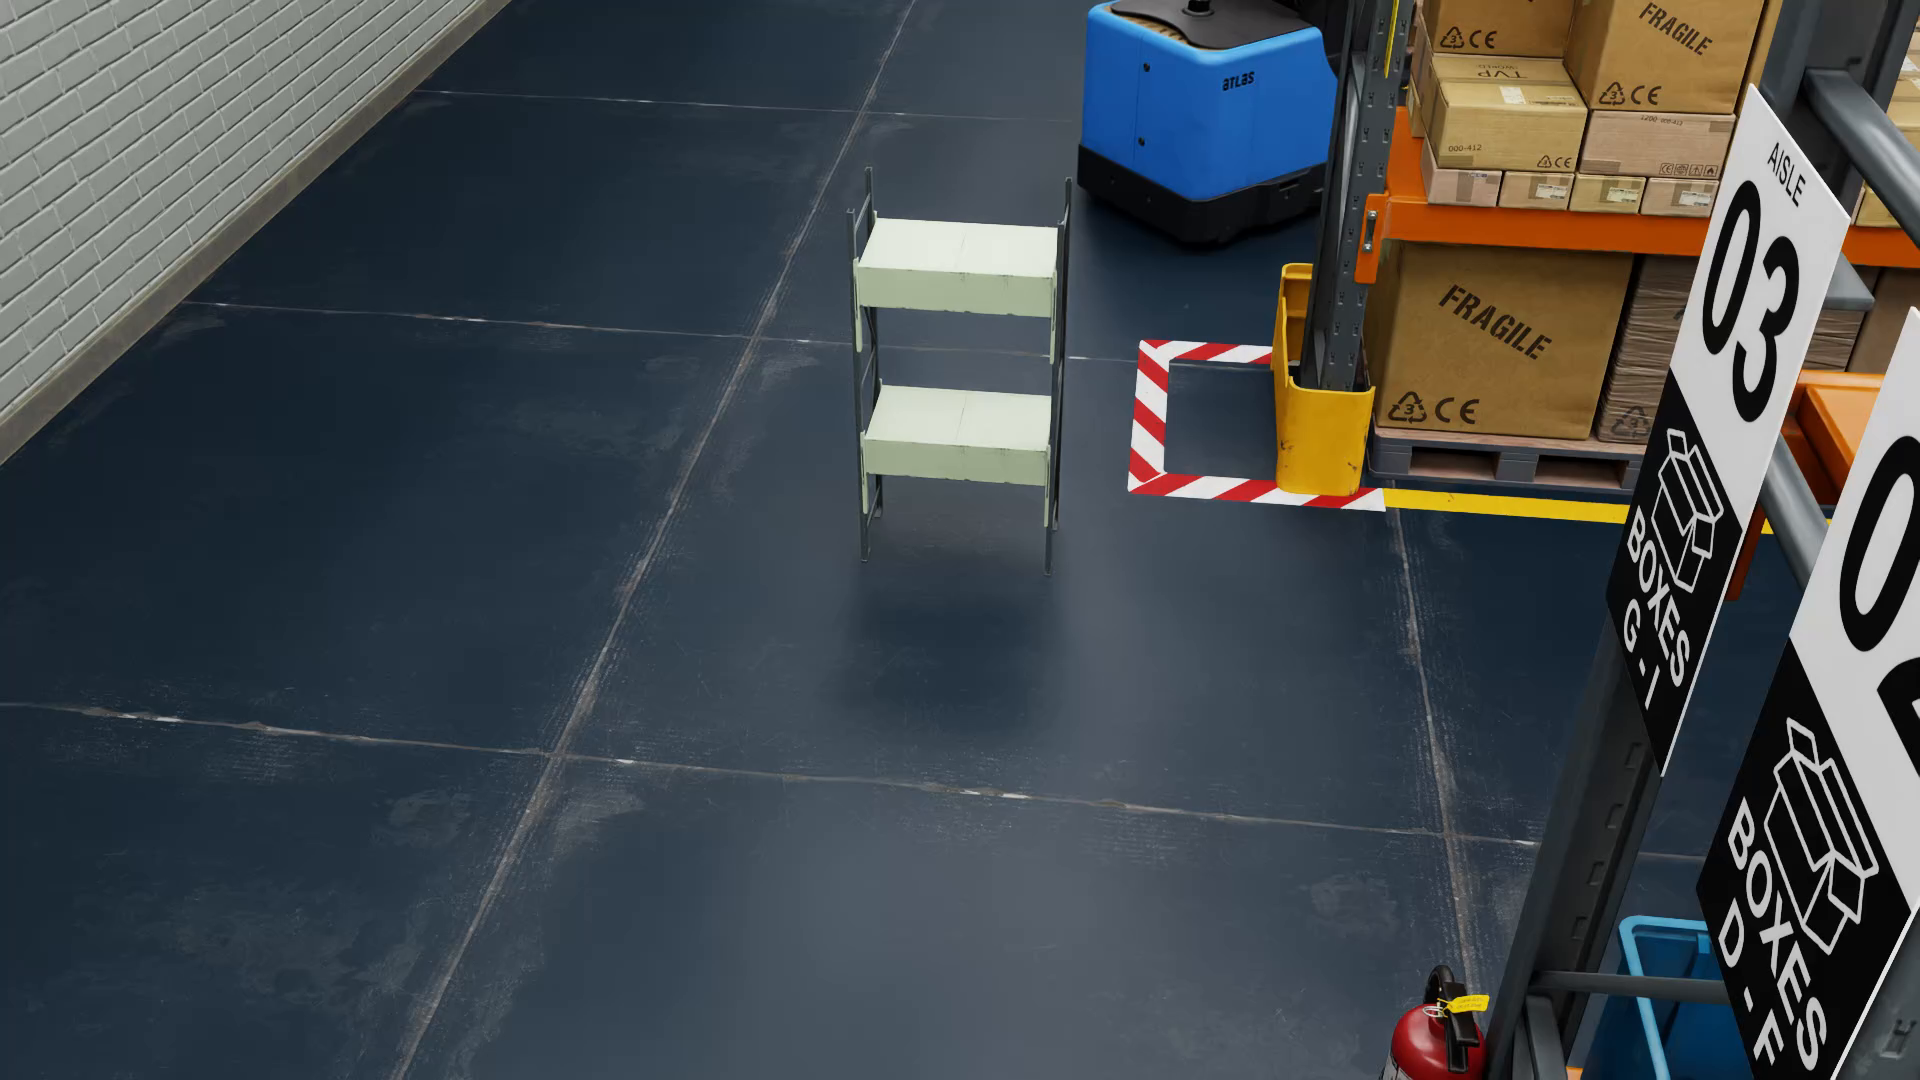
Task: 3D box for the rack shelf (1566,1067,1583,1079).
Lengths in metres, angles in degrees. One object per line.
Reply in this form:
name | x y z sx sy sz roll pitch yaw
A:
rack shelf | 2.961 1.549 2.617 4.000 0.370 1.077 4 36 6

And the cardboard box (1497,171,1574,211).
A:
cardboard box | 2.173 -1.409 6.359 0.250 0.149 0.380 4 36 5

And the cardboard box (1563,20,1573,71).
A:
cardboard box | 2.626 -1.885 6.682 0.500 0.250 0.500 4 36 5

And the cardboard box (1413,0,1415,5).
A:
cardboard box | 2.816 -3.615 10.813 0.250 0.149 0.380 3 36 4

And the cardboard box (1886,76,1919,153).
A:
cardboard box | 3.582 -1.505 6.150 0.500 0.250 0.500 4 36 5

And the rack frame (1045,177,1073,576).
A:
rack frame | 0.370 -0.583 6.276 0.023 1.500 0.400 4 36 6

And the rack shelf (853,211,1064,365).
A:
rack shelf | 0.007 -0.928 6.087 0.720 0.370 0.431 4 36 6

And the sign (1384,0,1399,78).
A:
sign | 1.531 -1.811 5.892 0.005 0.325 0.100 4 36 6

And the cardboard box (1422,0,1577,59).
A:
cardboard box | 2.125 -2.227 6.515 0.500 0.500 0.500 5 36 7

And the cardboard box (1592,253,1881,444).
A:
cardboard box | 3.156 -0.984 7.013 0.875 0.875 0.875 4 36 6

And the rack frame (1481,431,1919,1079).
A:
rack frame | 0.977 1.108 2.616 0.127 3.000 1.000 4 36 6

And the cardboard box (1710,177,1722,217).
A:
cardboard box | 2.938 -1.352 6.279 0.250 0.149 0.380 4 36 5

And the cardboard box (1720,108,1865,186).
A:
cardboard box | 3.064 -1.541 6.200 0.500 0.250 0.500 3 36 4

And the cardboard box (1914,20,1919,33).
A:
cardboard box | 5.955 -3.272 10.589 0.250 0.149 0.380 5 36 7

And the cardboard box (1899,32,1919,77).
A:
cardboard box | 3.648 -1.812 6.579 0.500 0.250 0.500 4 36 6

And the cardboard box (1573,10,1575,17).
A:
cardboard box | 3.861 -3.475 10.873 0.250 0.149 0.380 3 36 4

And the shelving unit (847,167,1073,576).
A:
shelving unit | 0.007 -0.610 6.314 0.755 1.500 0.431 4 36 6

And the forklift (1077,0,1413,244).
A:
forklift | 2.165 -3.445 9.055 3.031 2.935 1.130 -22 41 -28

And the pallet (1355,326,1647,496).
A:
pallet | 2.411 -0.597 7.405 1.213 0.211 1.003 4 36 6

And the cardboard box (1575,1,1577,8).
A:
cardboard box | 3.869 -3.574 10.757 0.250 0.149 0.380 6 36 8

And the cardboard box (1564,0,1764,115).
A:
cardboard box | 2.546 -1.883 6.034 0.500 0.500 0.500 3 36 5

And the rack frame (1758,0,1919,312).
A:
rack frame | 0.977 -1.334 0.873 0.127 3.000 1.000 4 36 6

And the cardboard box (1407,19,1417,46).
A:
cardboard box | 3.089 -3.412 11.041 0.250 0.149 0.380 4 36 6

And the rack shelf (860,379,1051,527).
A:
rack shelf | 0.007 -0.345 6.503 0.720 0.370 0.431 4 36 6

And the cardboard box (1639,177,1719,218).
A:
cardboard box | 2.686 -1.372 6.306 0.250 0.149 0.380 4 36 5

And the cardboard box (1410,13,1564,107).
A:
cardboard box | 2.123 -1.923 6.735 0.500 0.250 0.500 4 36 5

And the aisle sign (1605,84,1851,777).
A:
aisle sign | 0.943 -0.124 2.104 0.004 0.787 0.394 4 36 6

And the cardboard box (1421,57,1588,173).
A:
cardboard box | 2.050 -1.615 6.304 0.500 0.250 0.500 3 36 5

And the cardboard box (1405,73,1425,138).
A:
cardboard box | 2.003 -1.807 6.916 0.250 0.149 0.380 5 36 7

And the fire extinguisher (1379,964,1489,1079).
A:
fire extinguisher | 0.885 1.018 3.129 0.183 0.674 0.296 4 36 6

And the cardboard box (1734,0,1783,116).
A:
cardboard box | 3.060 -1.848 5.985 0.500 0.500 0.500 3 36 5

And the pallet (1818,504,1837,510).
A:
pallet | 3.618 -0.505 7.276 1.213 0.211 1.003 4 36 6

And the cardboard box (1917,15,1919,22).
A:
cardboard box | 5.921 -3.429 10.554 0.250 0.149 0.380 5 36 7

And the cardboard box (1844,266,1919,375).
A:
cardboard box | 4.038 -0.918 6.921 0.875 0.875 0.875 4 36 6

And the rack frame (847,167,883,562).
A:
rack frame | -0.356 -0.637 6.352 0.023 1.500 0.400 4 36 6

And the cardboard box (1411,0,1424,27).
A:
cardboard box | 3.091 -3.489 10.892 0.250 0.149 0.380 4 36 6

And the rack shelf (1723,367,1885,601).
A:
rack shelf | 2.961 0.328 1.746 4.000 0.370 1.077 4 36 6

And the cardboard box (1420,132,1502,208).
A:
cardboard box | 1.918 -1.427 6.384 0.250 0.149 0.380 5 36 6

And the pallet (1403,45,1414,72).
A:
pallet | 3.217 -3.375 11.298 1.213 0.211 1.003 4 36 6

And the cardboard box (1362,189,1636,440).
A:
cardboard box | 2.253 -1.051 7.108 0.875 0.875 0.875 4 36 6

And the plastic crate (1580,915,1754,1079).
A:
plastic crate | 1.333 0.986 2.704 0.499 0.435 0.616 4 36 6

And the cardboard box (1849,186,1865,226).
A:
cardboard box | 3.194 -1.334 6.253 0.250 0.149 0.380 4 36 5

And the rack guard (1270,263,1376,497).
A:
rack guard | 1.584 -0.730 7.343 0.348 0.500 1.175 4 36 6

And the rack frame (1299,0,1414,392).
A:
rack frame | 1.608 -1.746 6.614 0.127 3.000 1.000 4 36 6

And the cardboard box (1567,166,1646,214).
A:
cardboard box | 2.427 -1.390 6.332 0.250 0.149 0.380 3 36 5

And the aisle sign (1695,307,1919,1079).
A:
aisle sign | 0.868 0.216 1.628 0.004 0.787 0.394 4 36 6

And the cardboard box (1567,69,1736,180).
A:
cardboard box | 2.566 -1.580 6.255 0.500 0.250 0.500 4 36 5

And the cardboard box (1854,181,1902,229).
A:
cardboard box | 3.444 -1.314 6.226 0.250 0.149 0.380 3 36 5

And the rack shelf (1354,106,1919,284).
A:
rack shelf | 3.592 -1.305 6.616 4.000 0.370 1.077 4 36 6
